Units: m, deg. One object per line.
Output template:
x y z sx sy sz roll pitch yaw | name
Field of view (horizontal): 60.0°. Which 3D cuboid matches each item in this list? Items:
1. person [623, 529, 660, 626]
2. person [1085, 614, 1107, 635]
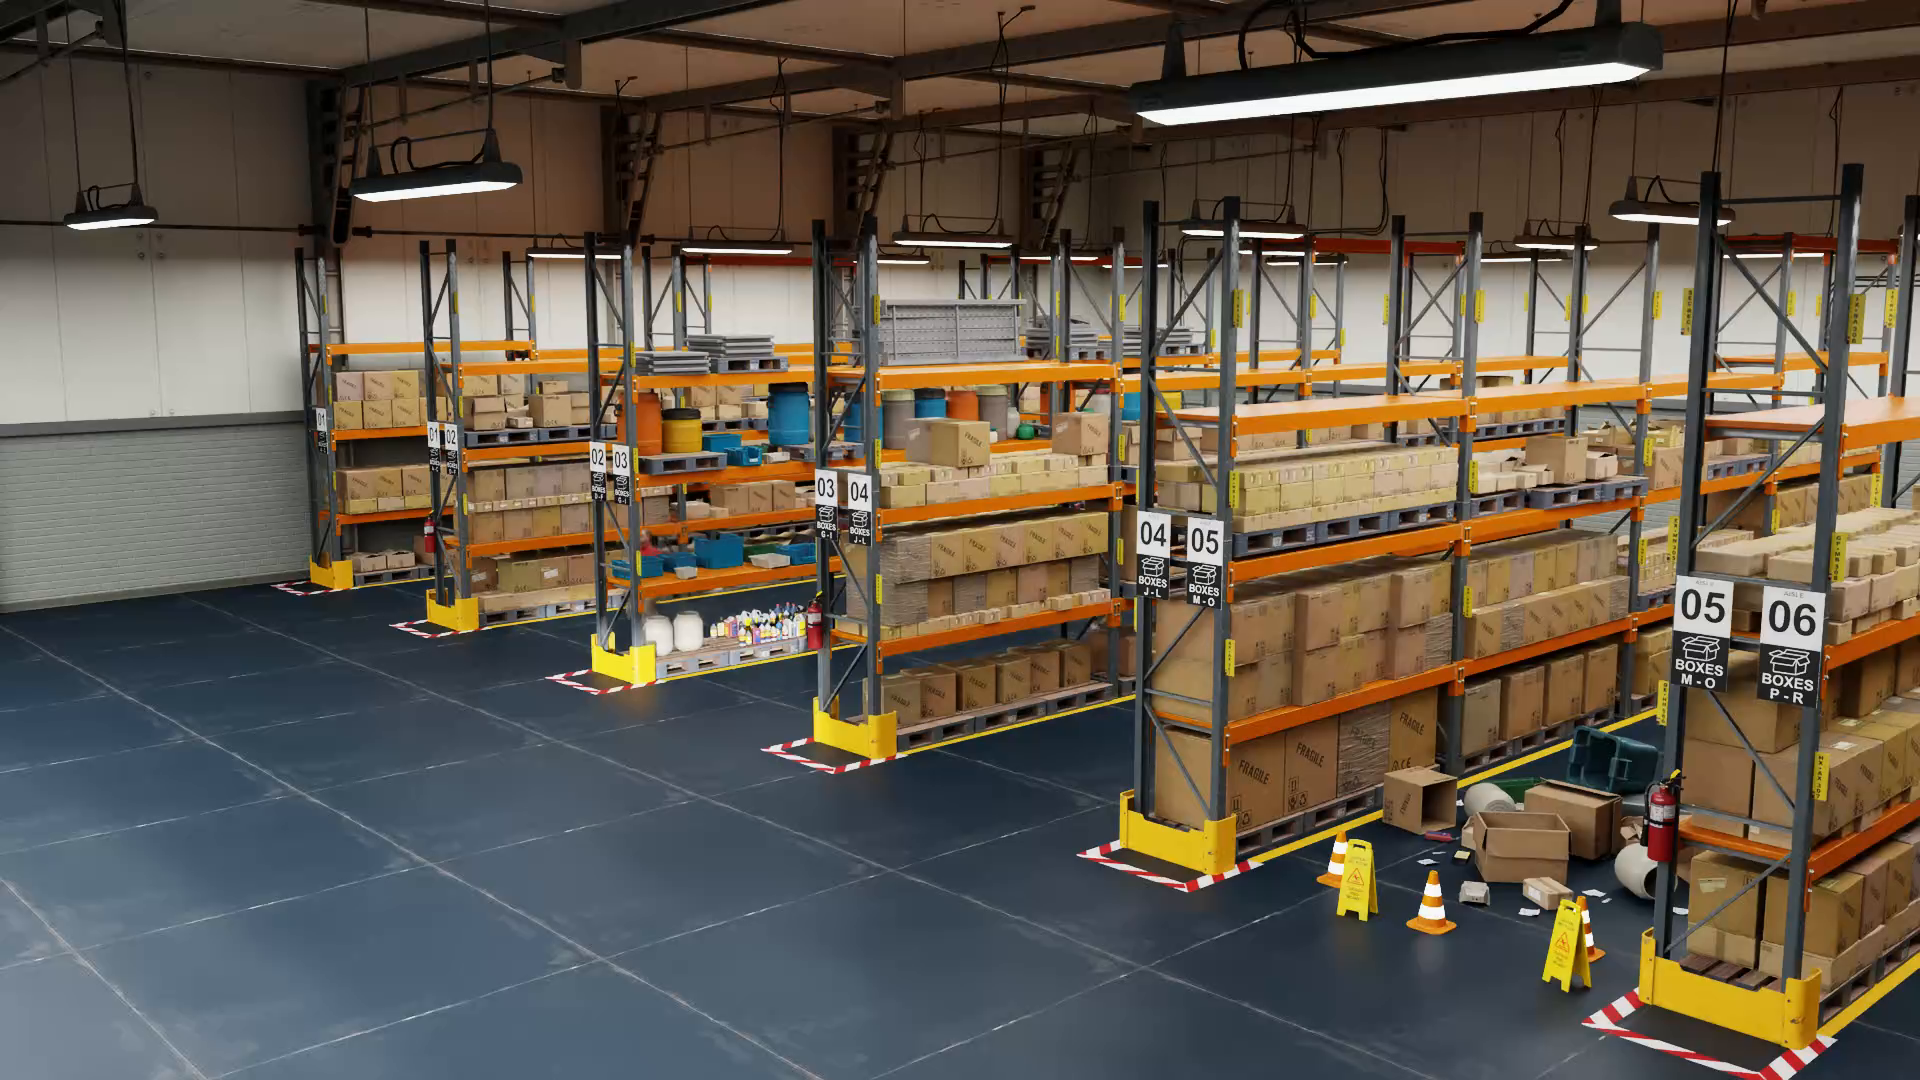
-4.762 0.679 24.898 0.647 1.696 0.659 6 10 37 | person
1.902 0.515 23.873 0.649 1.755 0.566 8 11 42 | person
